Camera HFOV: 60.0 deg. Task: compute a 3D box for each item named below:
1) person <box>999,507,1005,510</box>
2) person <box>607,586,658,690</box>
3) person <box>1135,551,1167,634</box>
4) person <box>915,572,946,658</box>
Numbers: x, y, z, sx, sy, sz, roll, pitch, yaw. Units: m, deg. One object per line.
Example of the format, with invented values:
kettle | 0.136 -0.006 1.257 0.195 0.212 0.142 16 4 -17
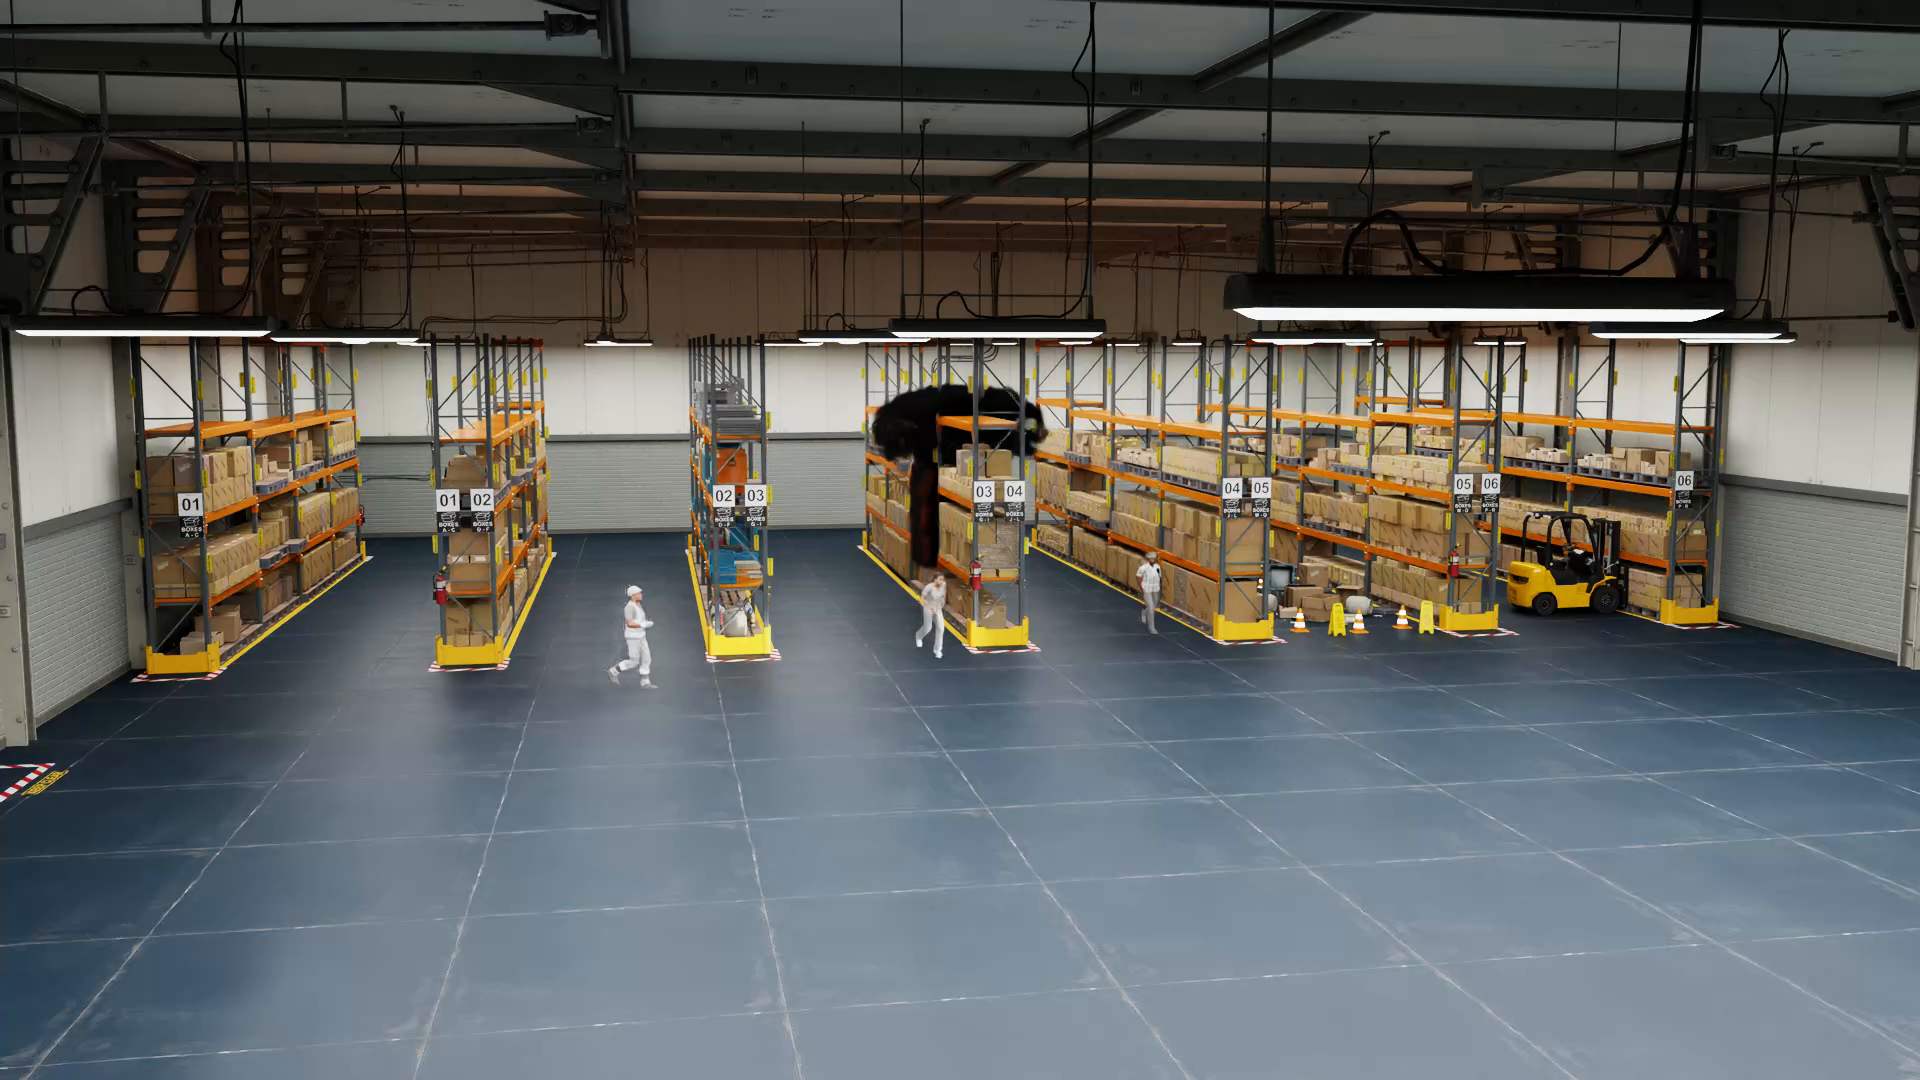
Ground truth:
person | 1.085 -0.634 47.991 0.698 1.795 0.856 0 7 3
person | -5.499 1.644 27.932 0.860 1.765 0.660 1 7 7
person | 3.836 1.040 33.835 0.559 1.668 0.756 -3 7 -22
person | -0.560 1.364 31.327 0.596 1.624 1.001 -5 8 -35
